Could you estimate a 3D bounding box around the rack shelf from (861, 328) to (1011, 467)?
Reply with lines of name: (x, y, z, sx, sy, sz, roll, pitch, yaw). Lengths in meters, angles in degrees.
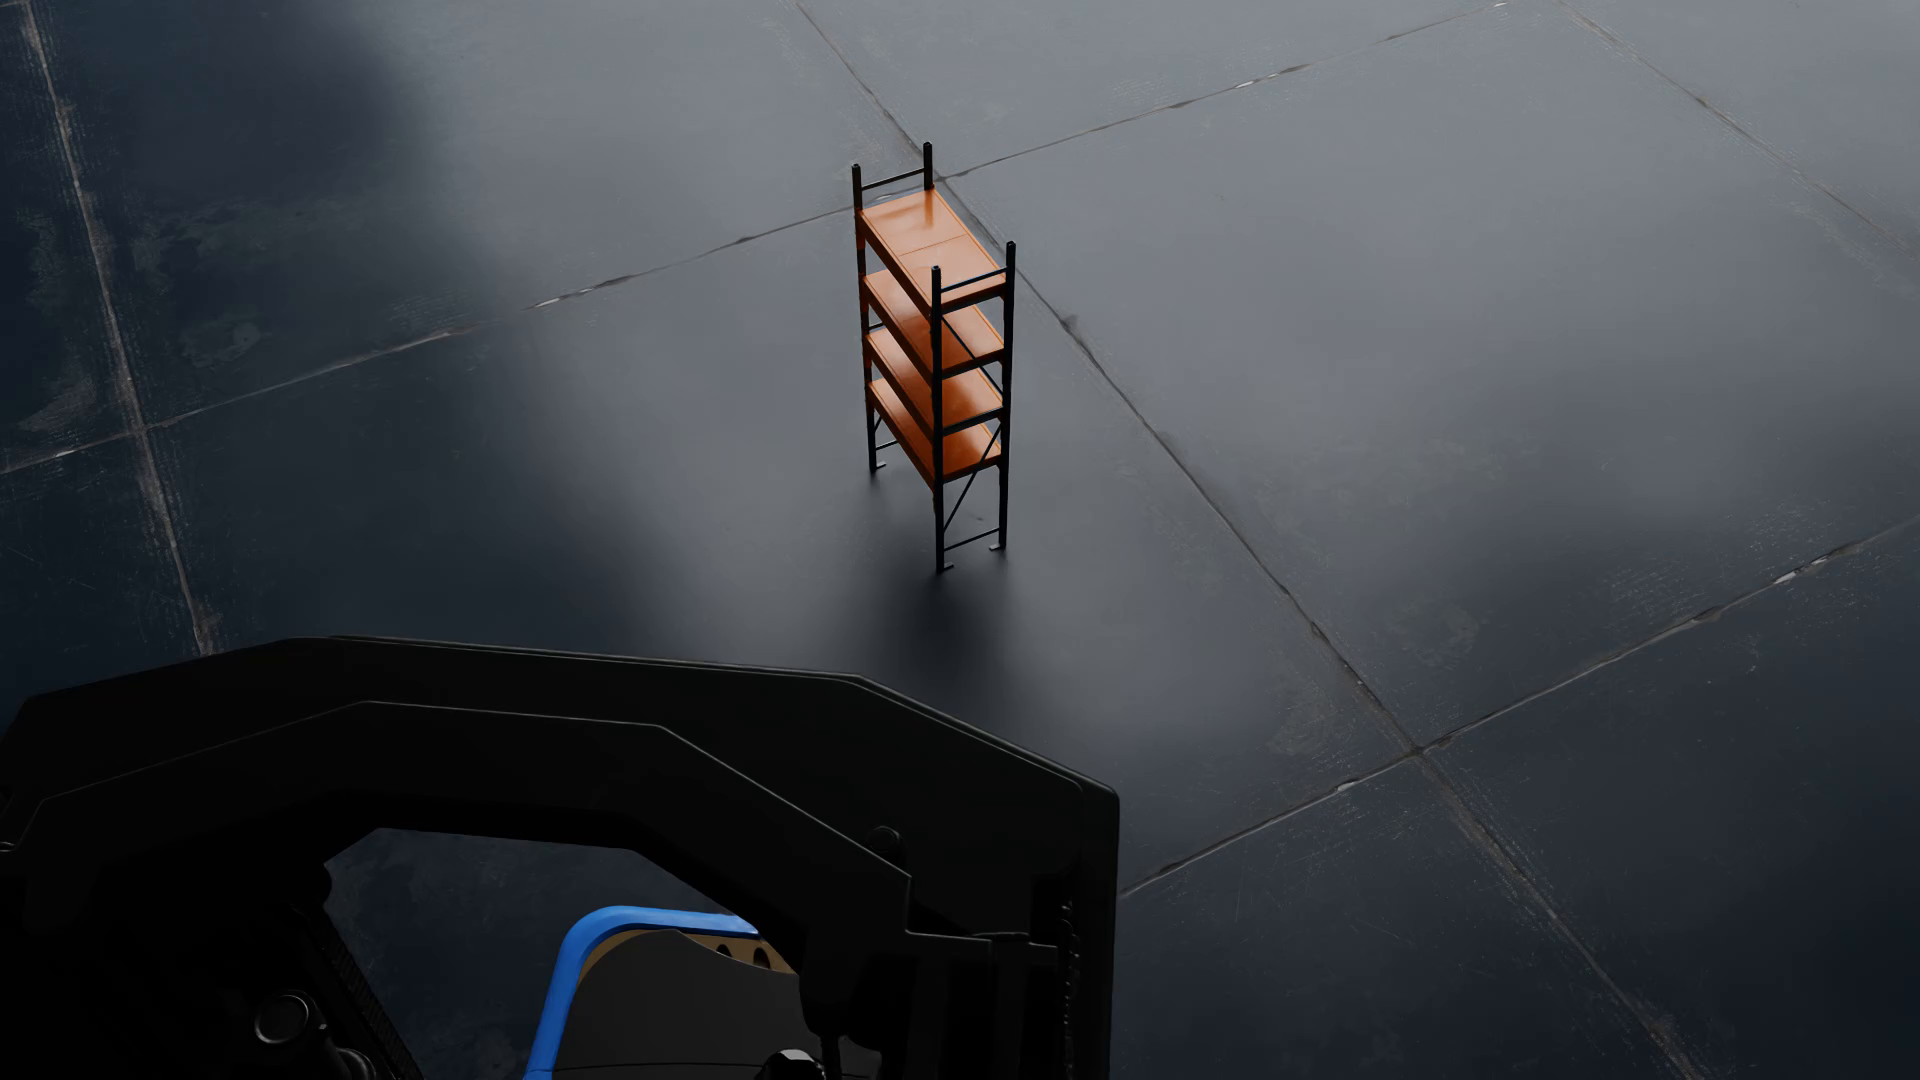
rack shelf: (-0.076, -0.462, 4.946, 0.258, 0.148, 0.480, -21, 52, -18)

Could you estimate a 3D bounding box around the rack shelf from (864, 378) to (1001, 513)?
rack shelf: (-0.076, -0.331, 5.095, 0.258, 0.148, 0.480, -21, 52, -18)

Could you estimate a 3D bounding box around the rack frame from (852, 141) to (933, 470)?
rack frame: (-0.187, -0.669, 5.038, 0.240, 1.200, 0.015, -21, 52, -18)

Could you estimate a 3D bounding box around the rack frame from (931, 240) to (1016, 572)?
rack frame: (0.036, -0.342, 4.752, 0.240, 1.200, 0.015, -21, 52, -18)

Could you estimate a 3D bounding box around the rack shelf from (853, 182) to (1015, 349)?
rack shelf: (-0.076, -0.765, 4.599, 0.258, 0.148, 0.480, -21, 52, -18)

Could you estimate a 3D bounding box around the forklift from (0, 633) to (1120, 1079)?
forklift: (-0.399, 1.587, 1.915, 1.130, 2.935, 3.031, 4, 49, 4)

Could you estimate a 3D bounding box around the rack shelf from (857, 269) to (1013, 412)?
rack shelf: (-0.076, -0.609, 4.778, 0.258, 0.148, 0.480, -21, 52, -18)

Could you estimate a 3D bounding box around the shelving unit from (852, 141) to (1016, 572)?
shelving unit: (-0.076, -0.506, 4.895, 0.258, 1.200, 0.503, -21, 52, -18)
